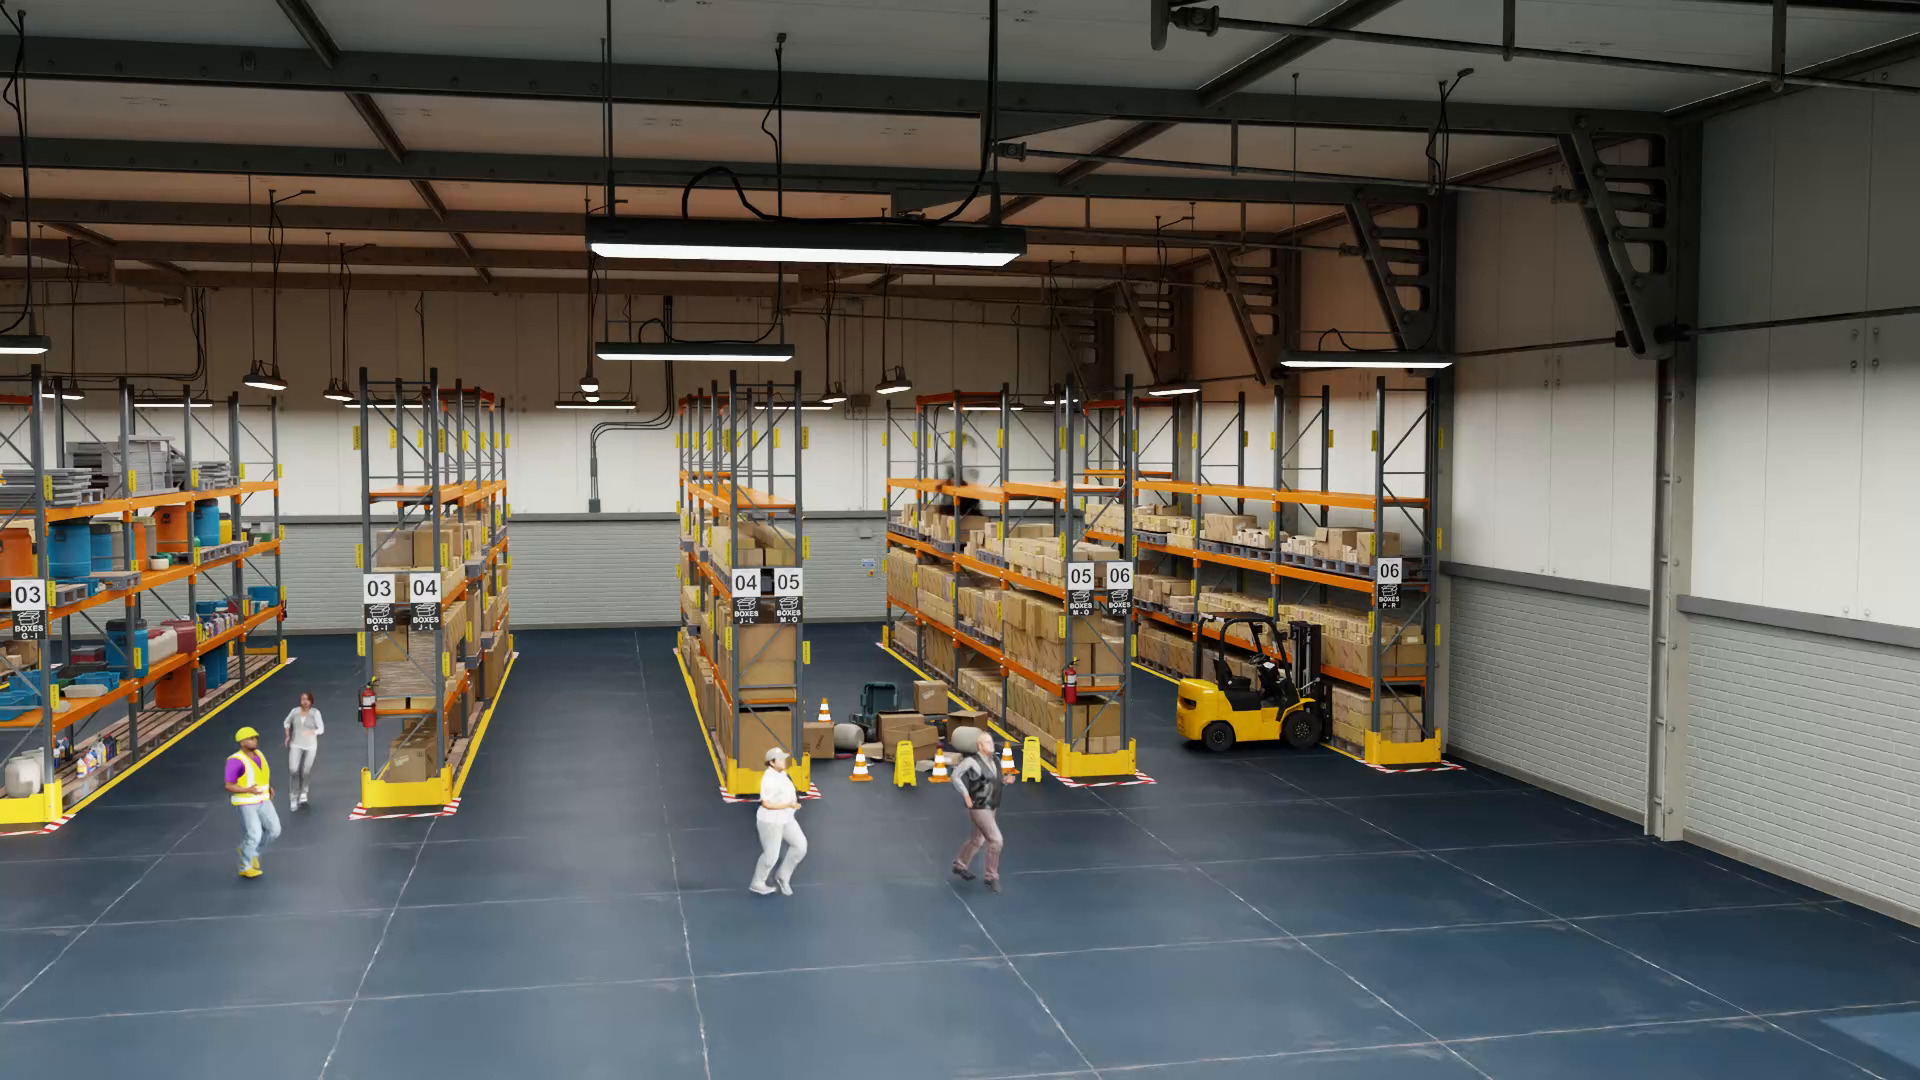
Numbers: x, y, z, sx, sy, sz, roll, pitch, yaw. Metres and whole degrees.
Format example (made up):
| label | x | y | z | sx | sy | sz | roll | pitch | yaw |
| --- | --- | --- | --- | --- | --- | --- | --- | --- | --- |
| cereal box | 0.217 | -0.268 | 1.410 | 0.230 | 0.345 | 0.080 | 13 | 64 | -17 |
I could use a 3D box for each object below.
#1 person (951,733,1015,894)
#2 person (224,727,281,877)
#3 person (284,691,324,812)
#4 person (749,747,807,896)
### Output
| label | x | y | z | sx | sy | sz | roll | pitch | yaw |
| --- | --- | --- | --- | --- | --- | --- | --- | --- | --- |
| person | 0.255 | 3.046 | 18.636 | 0.781 | 1.792 | 0.628 | 2 | 4 | 30 |
| person | -8.061 | 2.996 | 19.043 | 0.582 | 1.721 | 0.688 | 1 | 4 | 19 |
| person | -8.955 | 2.870 | 22.707 | 0.525 | 1.627 | 0.634 | -1 | 4 | -18 |
| person | -1.987 | 3.102 | 18.206 | 0.685 | 1.680 | 0.580 | 1 | 4 | 23 |
